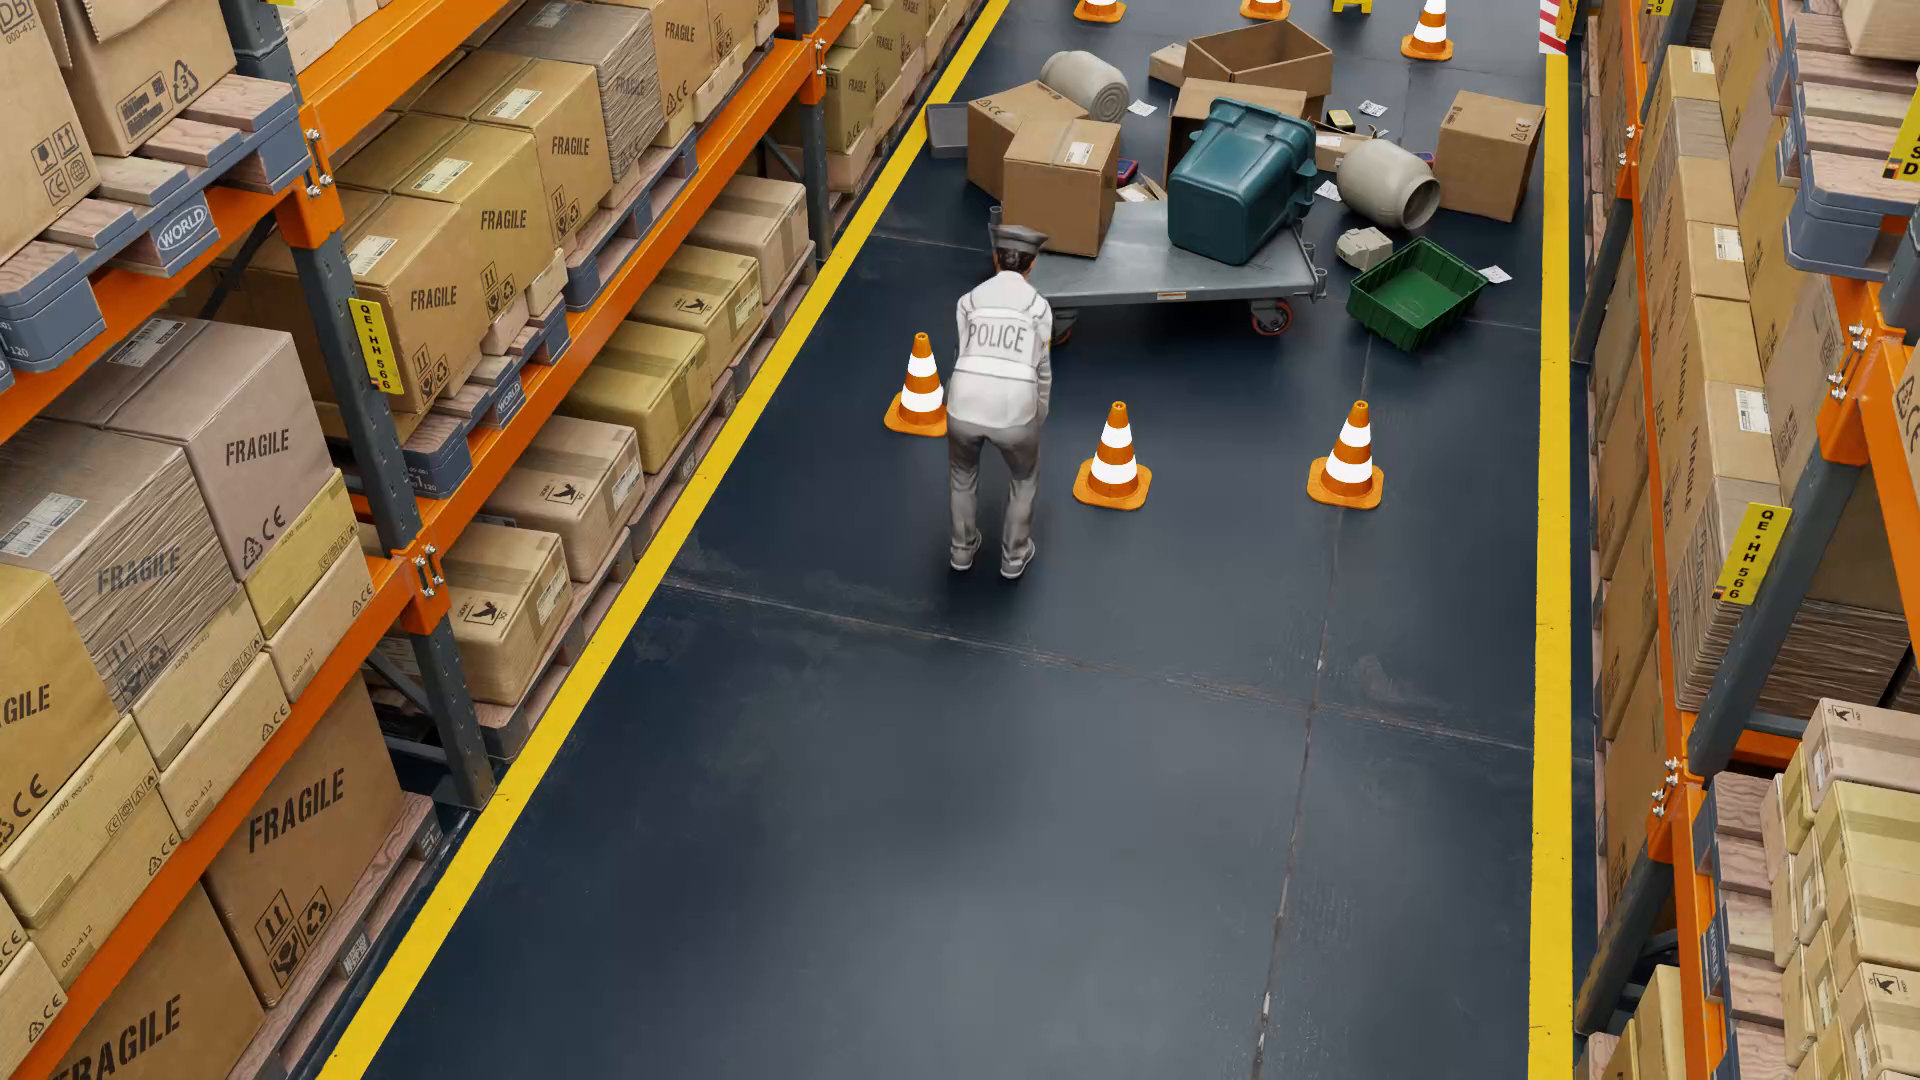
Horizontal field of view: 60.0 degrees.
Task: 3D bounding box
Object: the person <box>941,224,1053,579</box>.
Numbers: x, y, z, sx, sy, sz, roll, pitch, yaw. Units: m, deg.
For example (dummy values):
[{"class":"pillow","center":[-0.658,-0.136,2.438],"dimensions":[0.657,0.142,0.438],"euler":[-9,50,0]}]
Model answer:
[{"class":"person","center":[0.175,-0.581,7.005],"dimensions":[0.409,1.427,0.813],"euler":[9,42,10]}]
